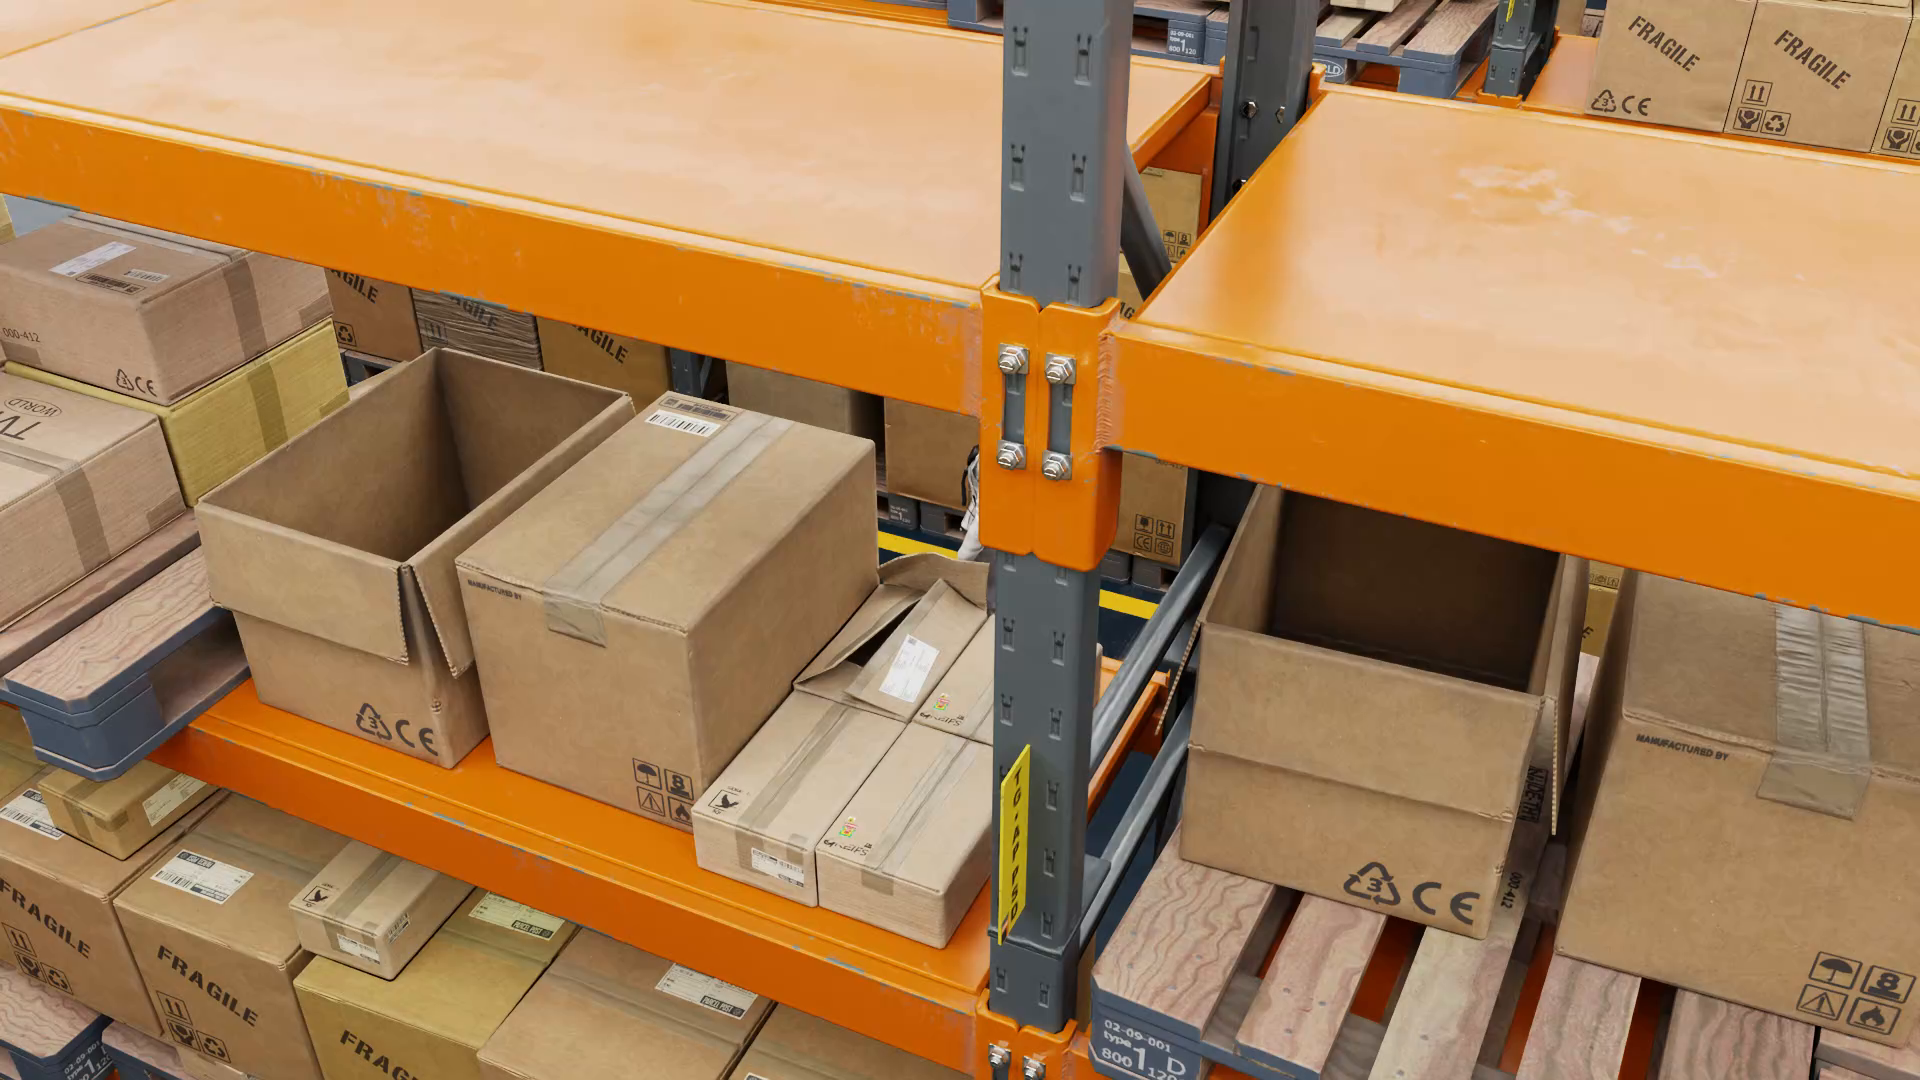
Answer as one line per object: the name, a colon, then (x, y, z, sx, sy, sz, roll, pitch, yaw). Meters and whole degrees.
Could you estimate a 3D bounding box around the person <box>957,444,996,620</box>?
person: (0.106, -0.052, 7.511, 0.529, 1.694, 0.587, 14, 37, 20)
